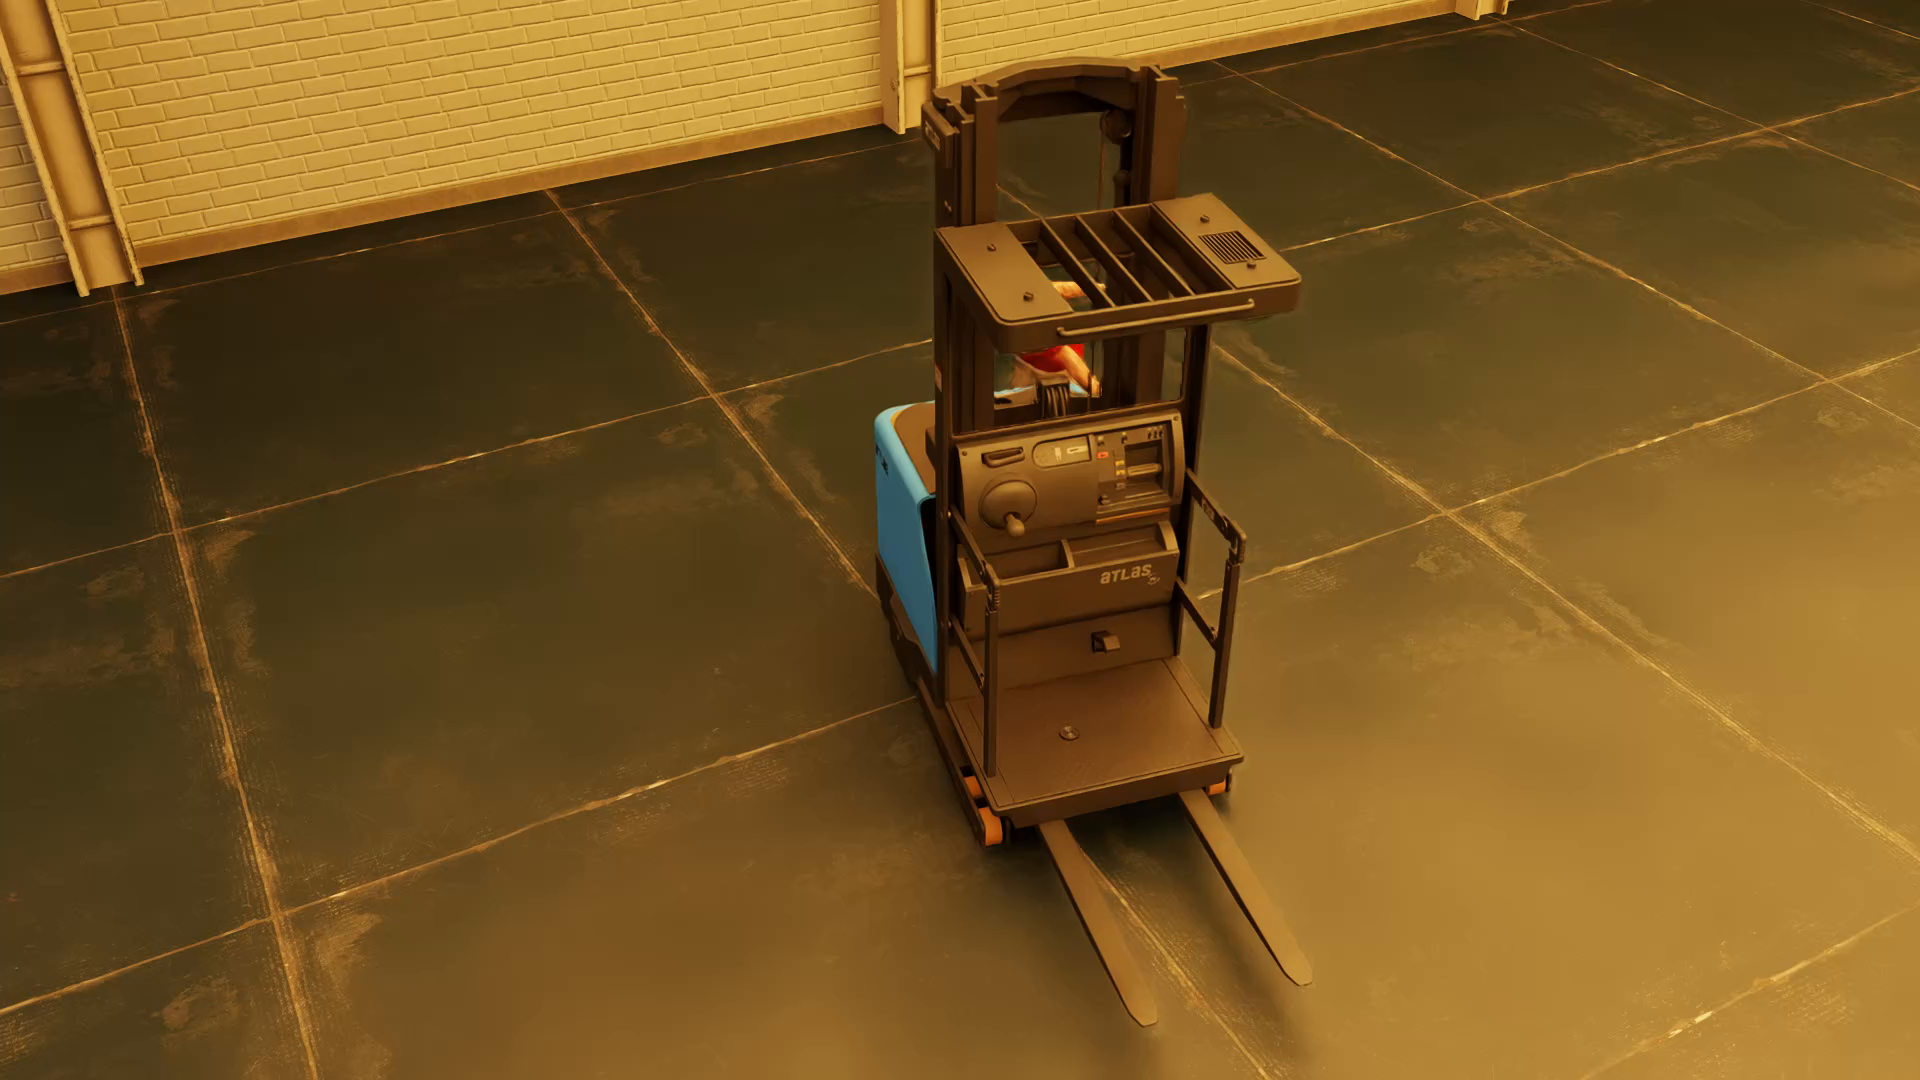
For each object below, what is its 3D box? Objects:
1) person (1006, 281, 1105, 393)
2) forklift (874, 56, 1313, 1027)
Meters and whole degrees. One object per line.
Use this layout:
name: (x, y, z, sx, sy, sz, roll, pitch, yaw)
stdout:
person: (0.499, -0.781, 8.404, 0.862, 1.553, 0.869, -24, 42, -30)
forklift: (0.512, -0.193, 6.397, 1.130, 2.935, 3.031, -10, 37, -14)
